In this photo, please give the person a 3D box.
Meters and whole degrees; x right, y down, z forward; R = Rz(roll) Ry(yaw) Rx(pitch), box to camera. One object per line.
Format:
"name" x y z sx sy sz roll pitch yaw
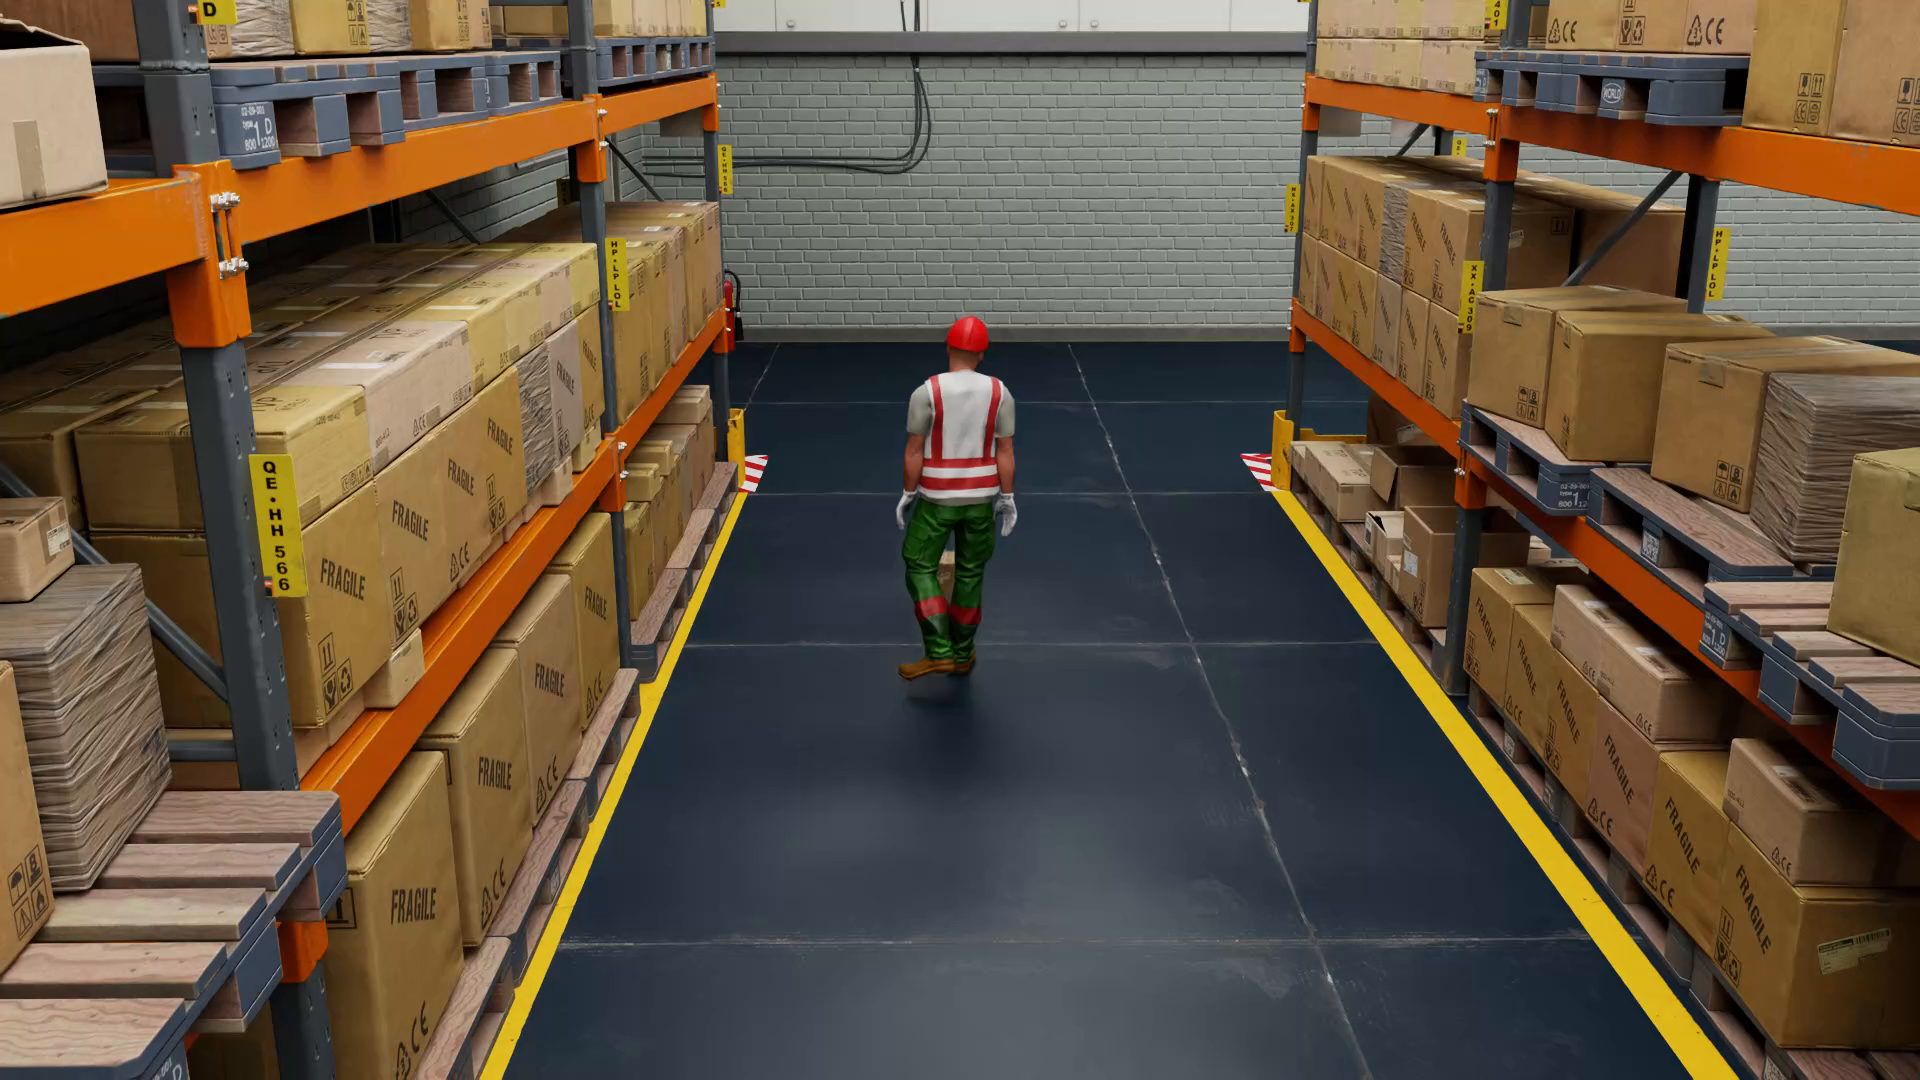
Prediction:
"person" -0.023 -0.173 8.038 0.622 1.785 0.601 -4 17 -12
